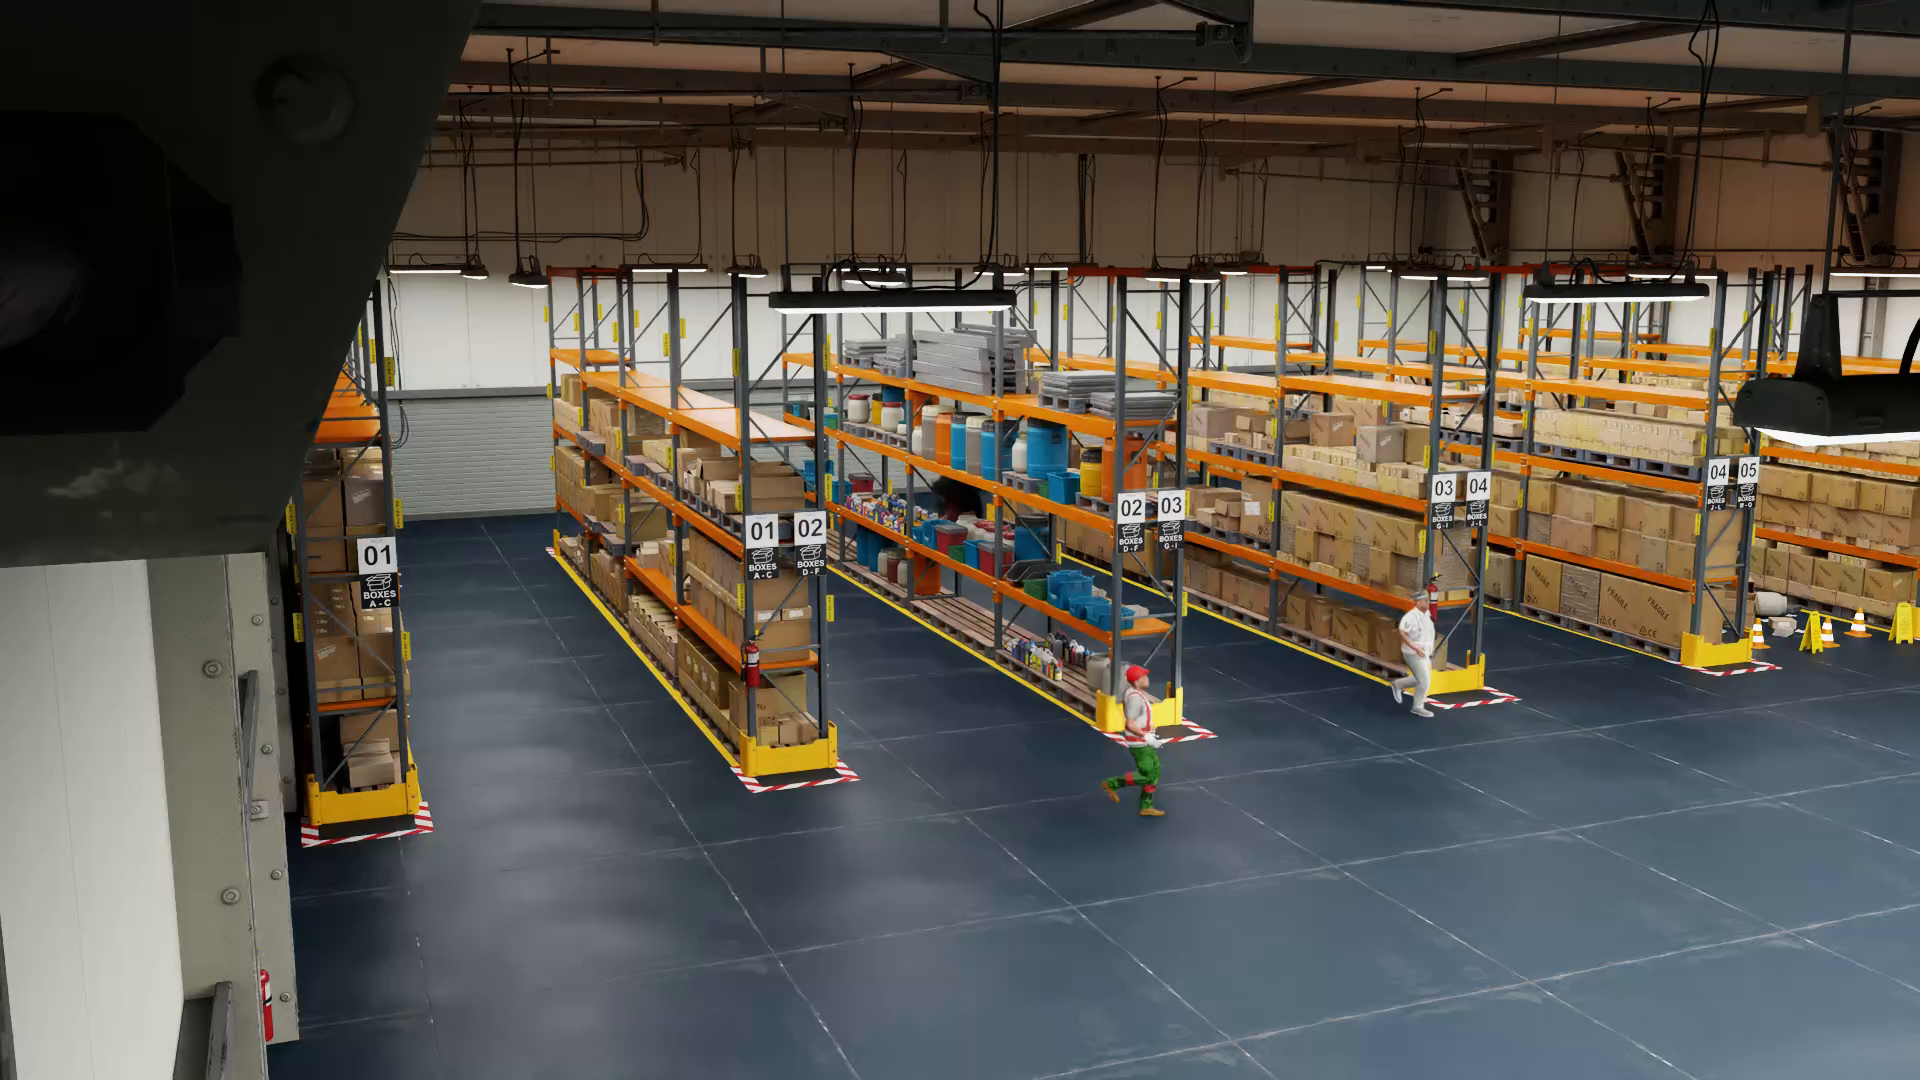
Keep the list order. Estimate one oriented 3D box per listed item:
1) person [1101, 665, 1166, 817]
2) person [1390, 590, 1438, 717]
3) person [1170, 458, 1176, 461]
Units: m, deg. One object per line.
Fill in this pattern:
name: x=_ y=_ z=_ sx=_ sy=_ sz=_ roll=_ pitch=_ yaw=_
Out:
person: x=1.968 y=2.260 z=18.732 sx=0.731 sy=1.747 sz=0.667 roll=1 pitch=10 yaw=5
person: x=6.256 y=1.485 z=22.929 sx=0.716 sy=1.672 sz=0.683 roll=8 pitch=13 yaw=40
person: x=4.841 y=-1.079 z=38.162 sx=0.656 sy=1.655 sz=0.654 roll=-3 pitch=10 yaw=-15
